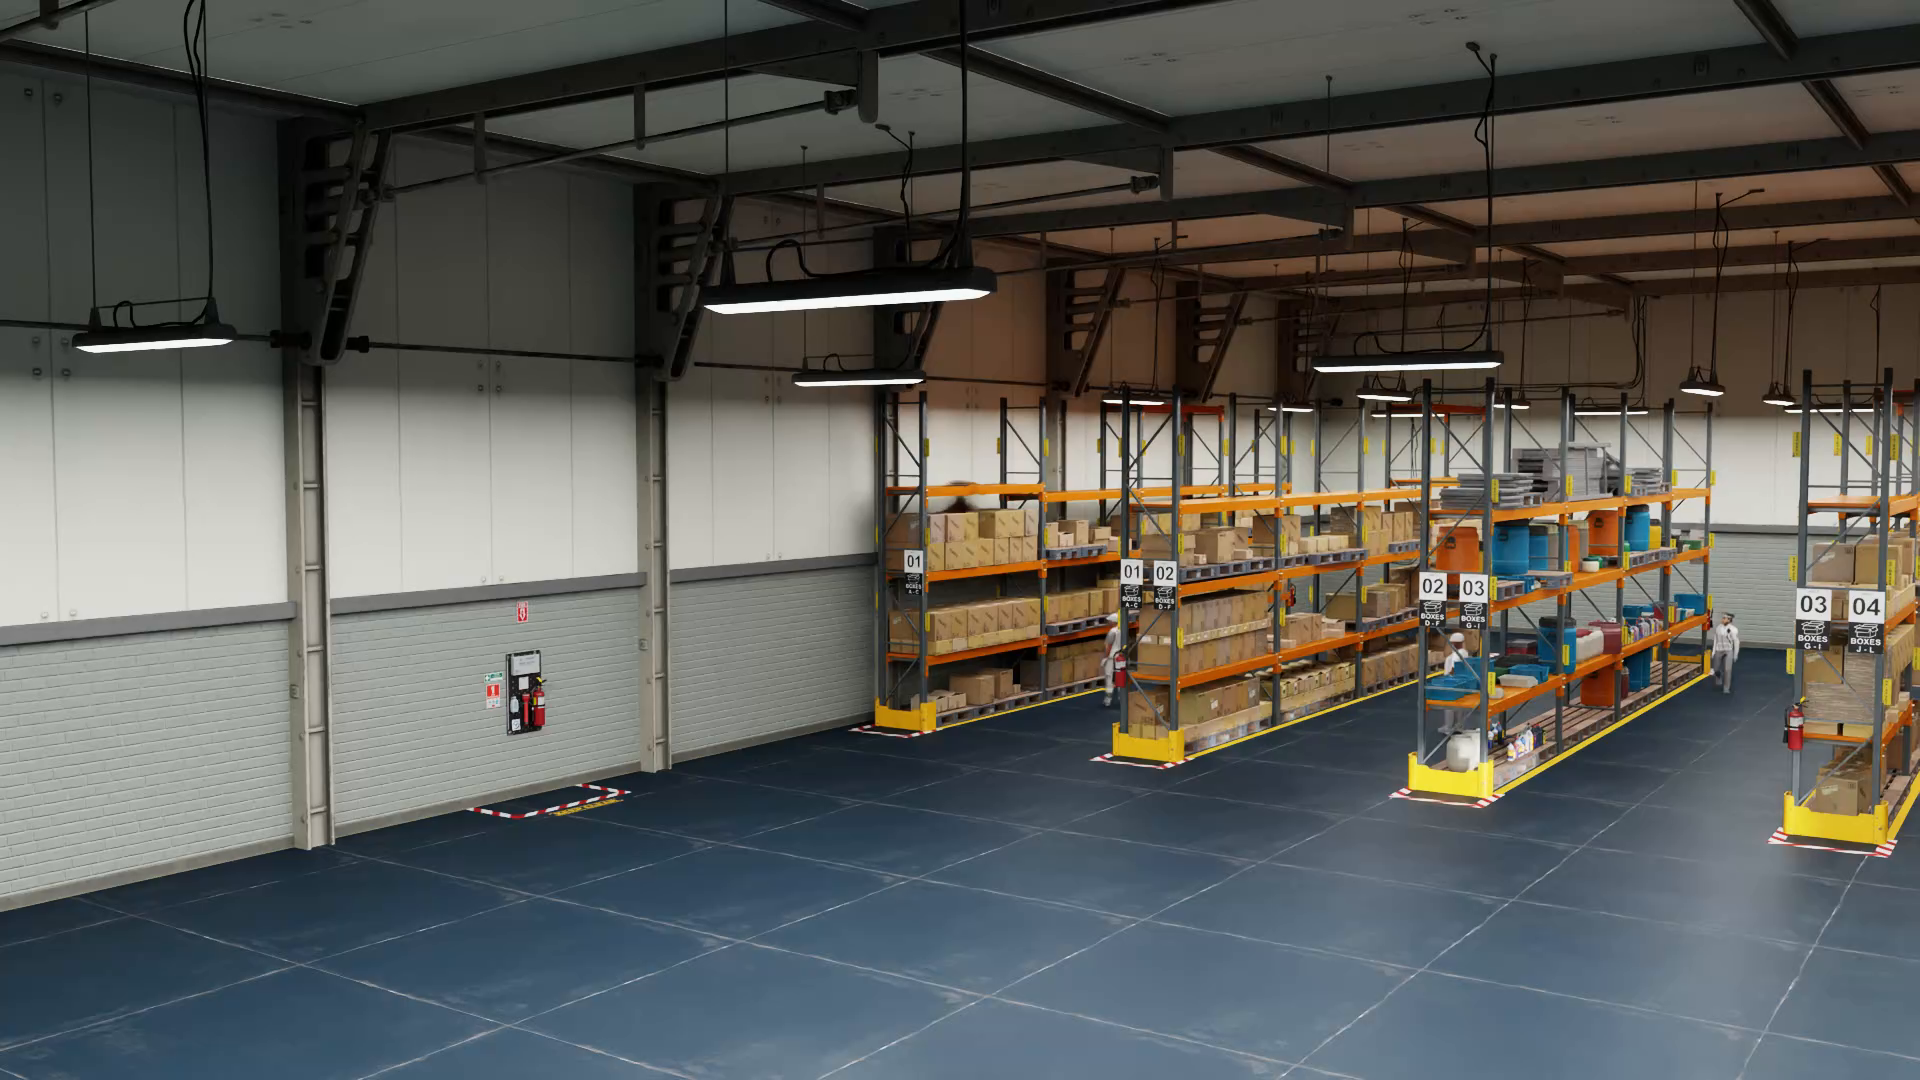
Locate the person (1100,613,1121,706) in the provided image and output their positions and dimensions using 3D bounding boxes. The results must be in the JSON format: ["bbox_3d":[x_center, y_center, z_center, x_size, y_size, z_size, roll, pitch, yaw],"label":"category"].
[{"bbox_3d":[2.967,2.312,32.266,0.402,1.801,0.594,3,4,40],"label":"person"}]

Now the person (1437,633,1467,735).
[{"bbox_3d":[8.620,2.505,29.090,0.470,1.771,0.625,3,4,40],"label":"person"}]

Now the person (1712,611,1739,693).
[{"bbox_3d":[15.659,2.276,33.996,0.512,1.652,0.656,2,4,31],"label":"person"}]
